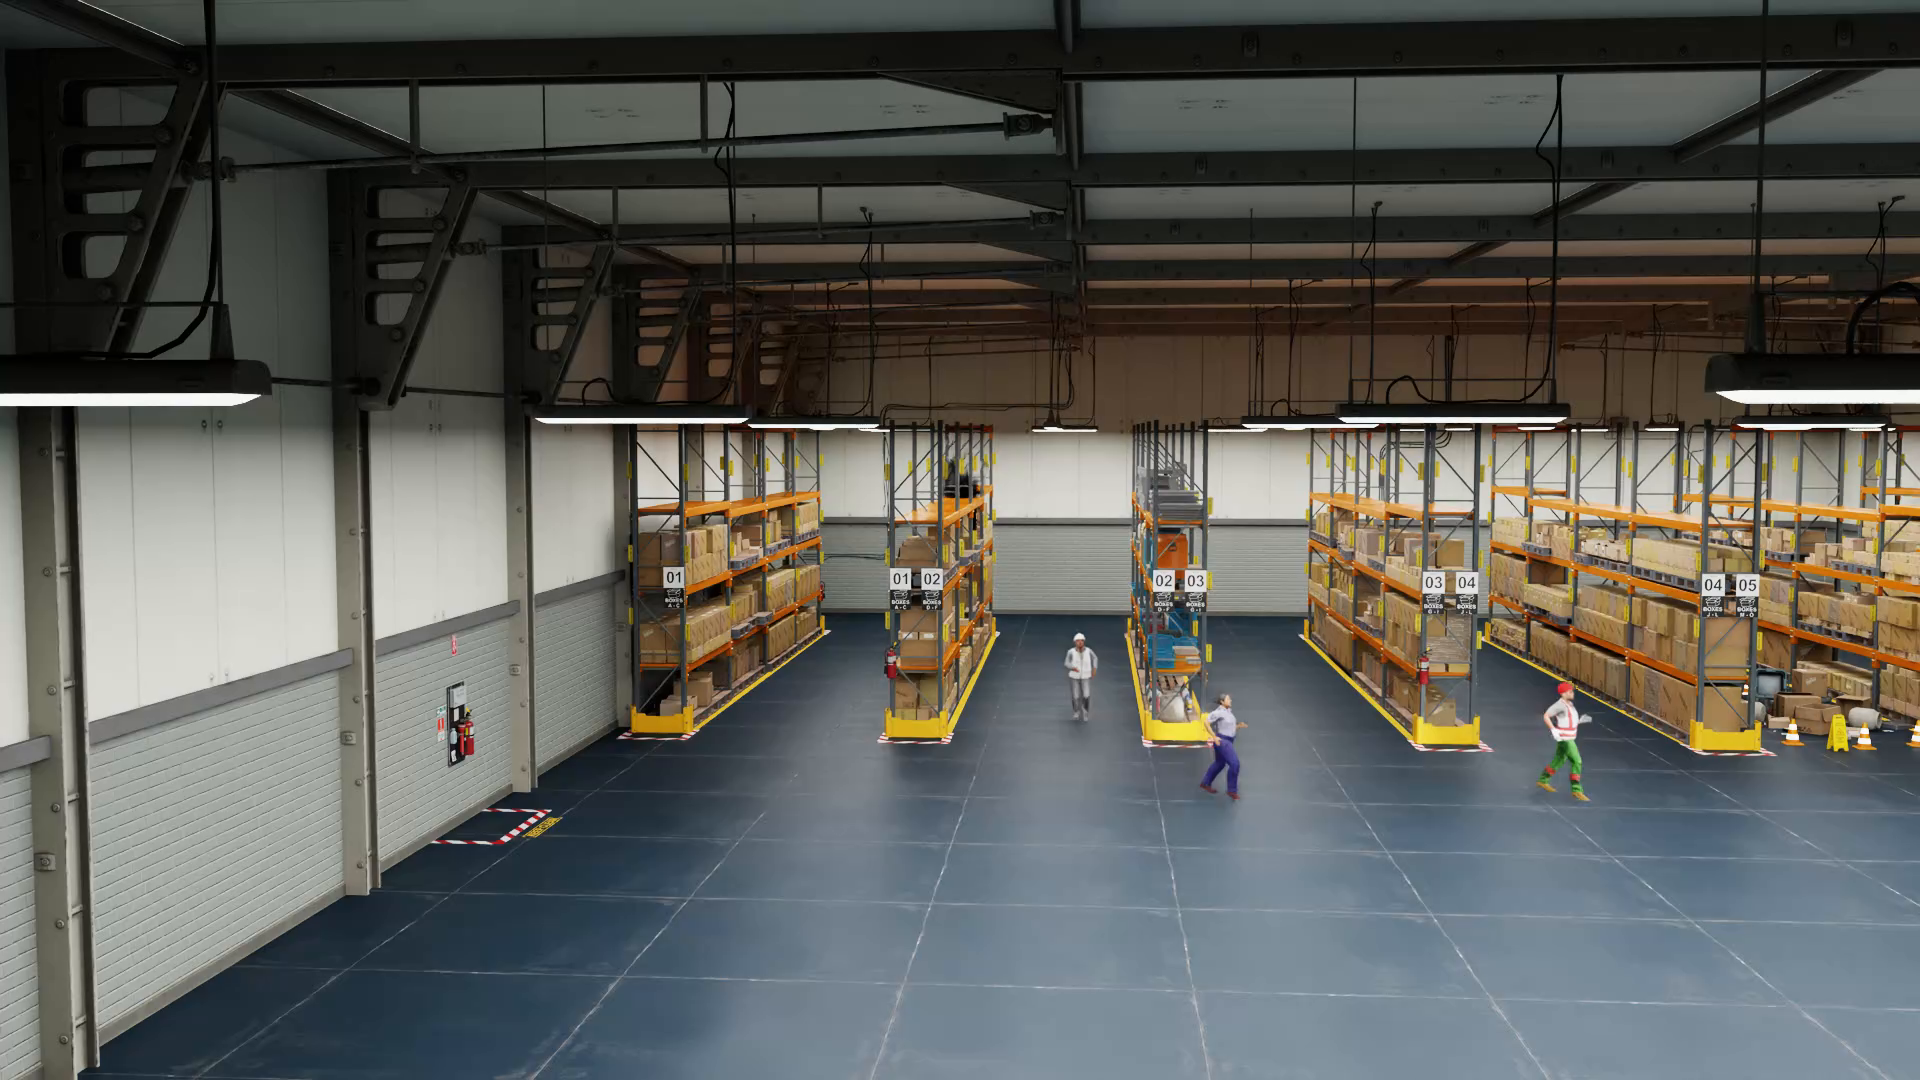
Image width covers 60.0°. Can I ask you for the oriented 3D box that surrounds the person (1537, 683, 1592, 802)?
[{"bbox_3d":[9.503,3.157,26.148,0.840,1.834,0.653,2,4,30],"label":"person"}]

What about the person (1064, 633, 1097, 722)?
[{"bbox_3d":[2.417,2.758,33.143,0.678,1.796,0.693,0,4,-2],"label":"person"}]

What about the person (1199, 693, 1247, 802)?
[{"bbox_3d":[4.127,3.249,26.141,0.764,1.711,0.579,1,4,20],"label":"person"}]
